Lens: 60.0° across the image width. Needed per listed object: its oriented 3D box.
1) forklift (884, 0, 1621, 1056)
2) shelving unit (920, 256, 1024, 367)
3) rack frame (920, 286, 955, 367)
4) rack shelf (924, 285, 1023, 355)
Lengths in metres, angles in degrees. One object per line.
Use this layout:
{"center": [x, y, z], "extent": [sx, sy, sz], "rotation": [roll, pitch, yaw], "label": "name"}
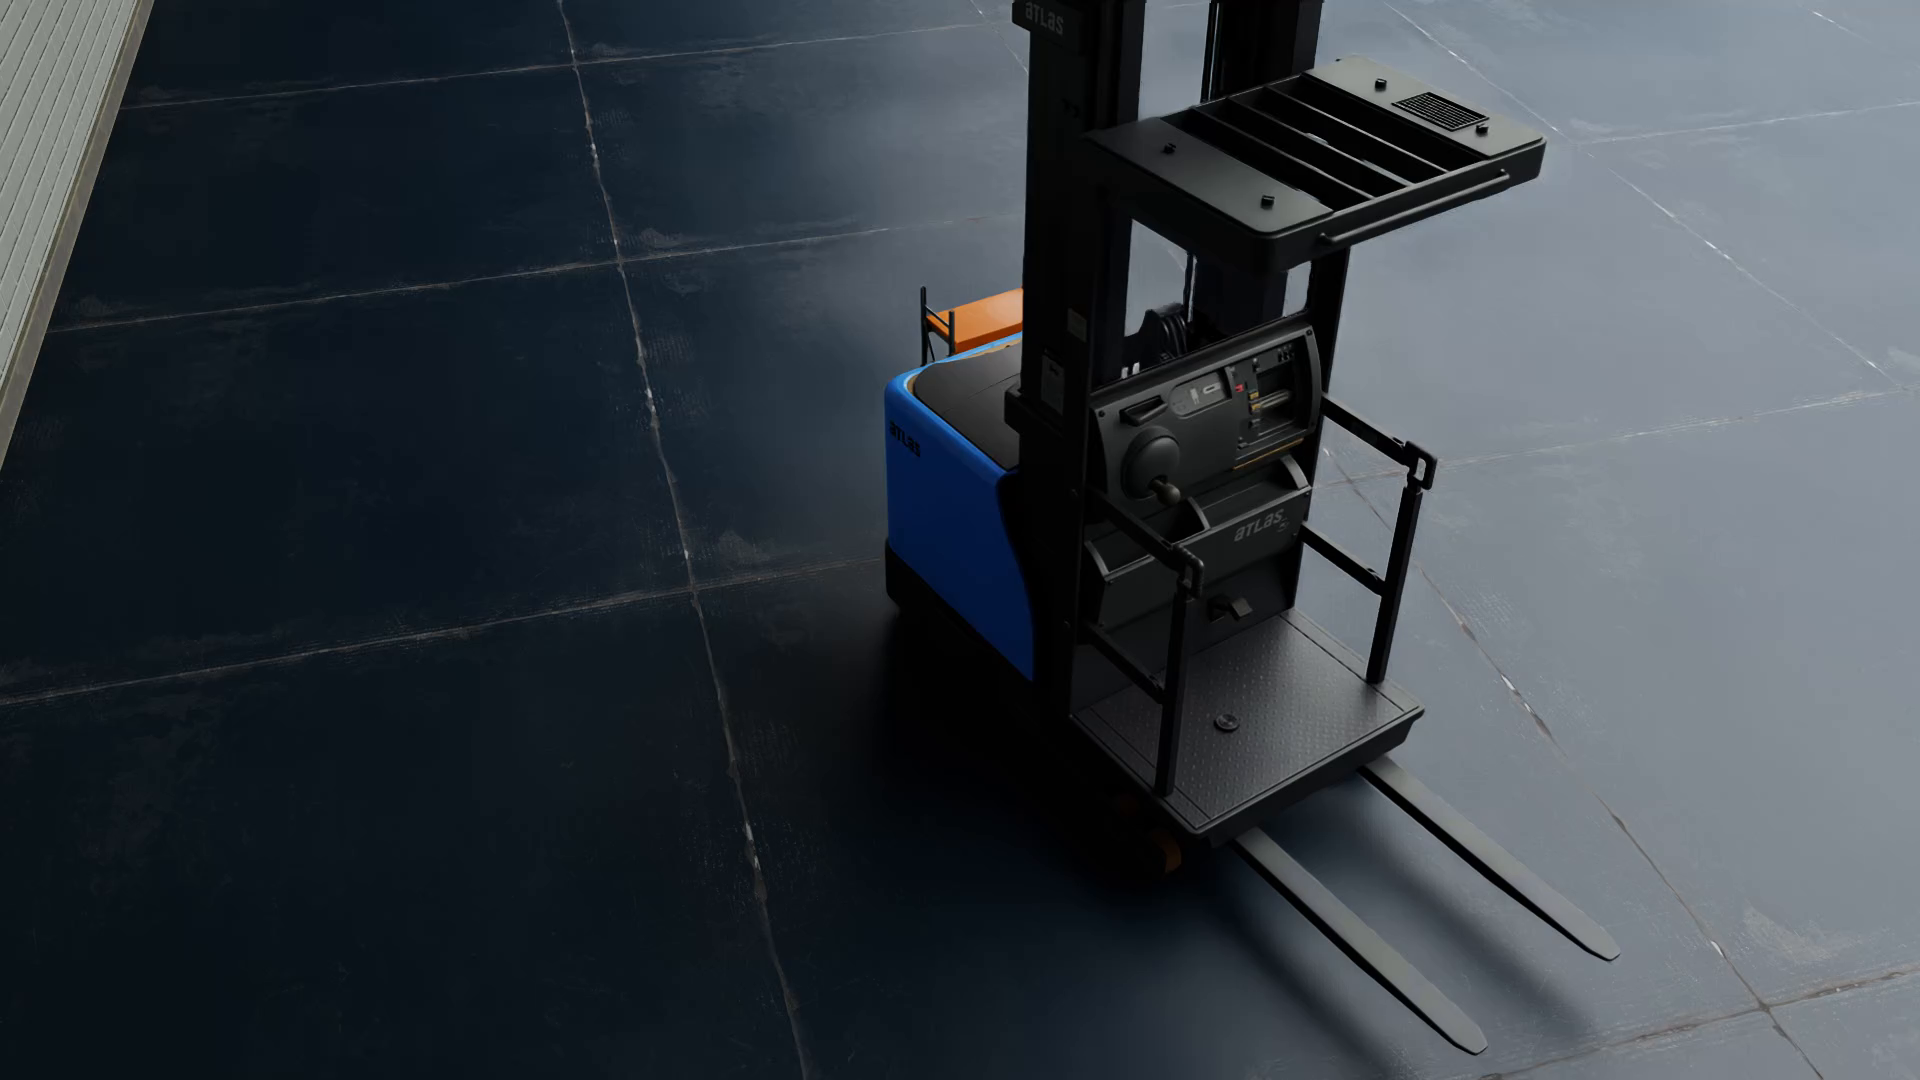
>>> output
{"center": [0.940, -0.342, 5.285], "extent": [1.130, 2.935, 3.031], "rotation": [-23, 43, -27], "label": "forklift"}
{"center": [0.119, -0.546, 6.976], "extent": [0.503, 1.200, 0.258], "rotation": [-20, 42, -24], "label": "shelving unit"}
{"center": [-0.089, -0.469, 6.875], "extent": [0.015, 1.200, 0.240], "rotation": [-20, 42, -24], "label": "rack frame"}
{"center": [0.119, -0.858, 6.738], "extent": [0.480, 0.148, 0.258], "rotation": [-20, 42, -24], "label": "rack shelf"}
